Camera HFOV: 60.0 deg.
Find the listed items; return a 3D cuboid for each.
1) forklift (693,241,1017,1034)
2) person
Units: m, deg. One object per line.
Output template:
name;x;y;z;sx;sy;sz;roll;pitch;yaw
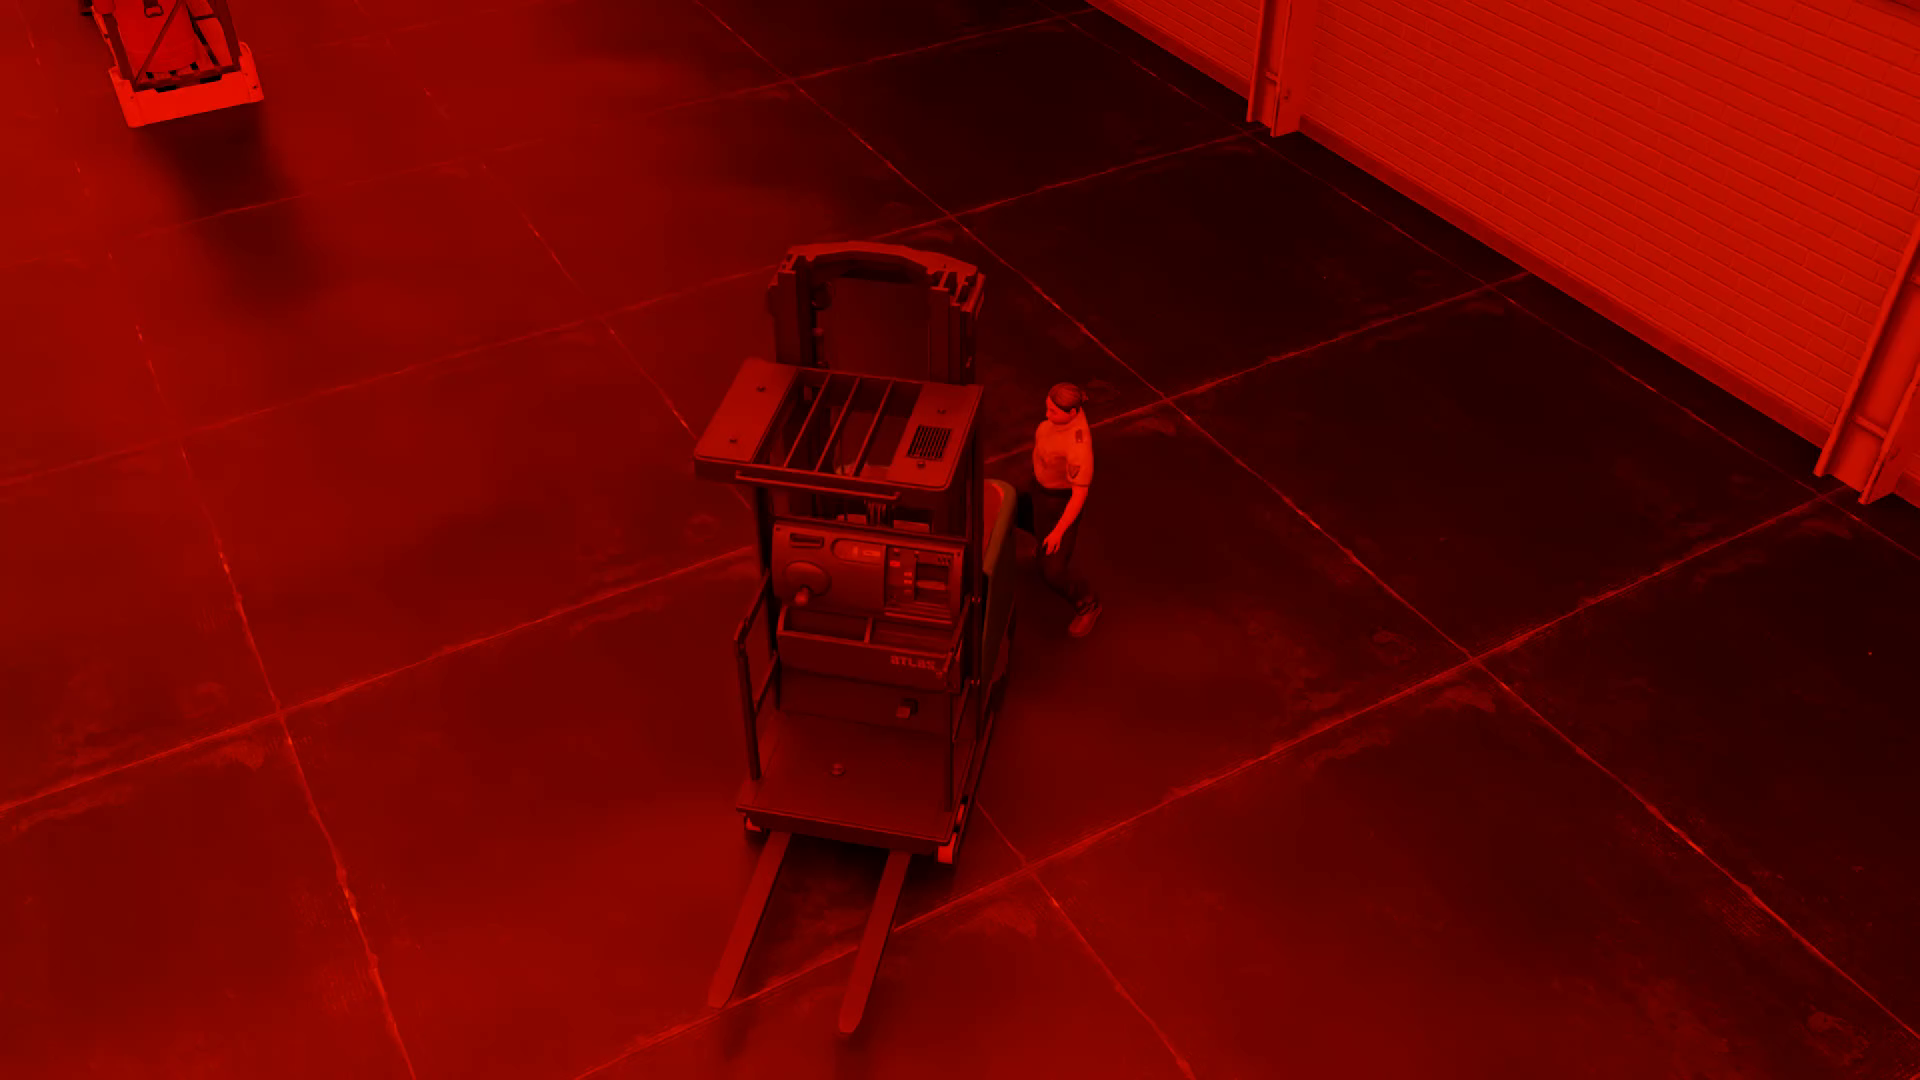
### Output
forklift;-0.485;0.236;7.752;1.130;2.935;3.031;8;40;9
person;0.541;-0.276;9.467;0.541;1.562;0.850;-4;40;-5
